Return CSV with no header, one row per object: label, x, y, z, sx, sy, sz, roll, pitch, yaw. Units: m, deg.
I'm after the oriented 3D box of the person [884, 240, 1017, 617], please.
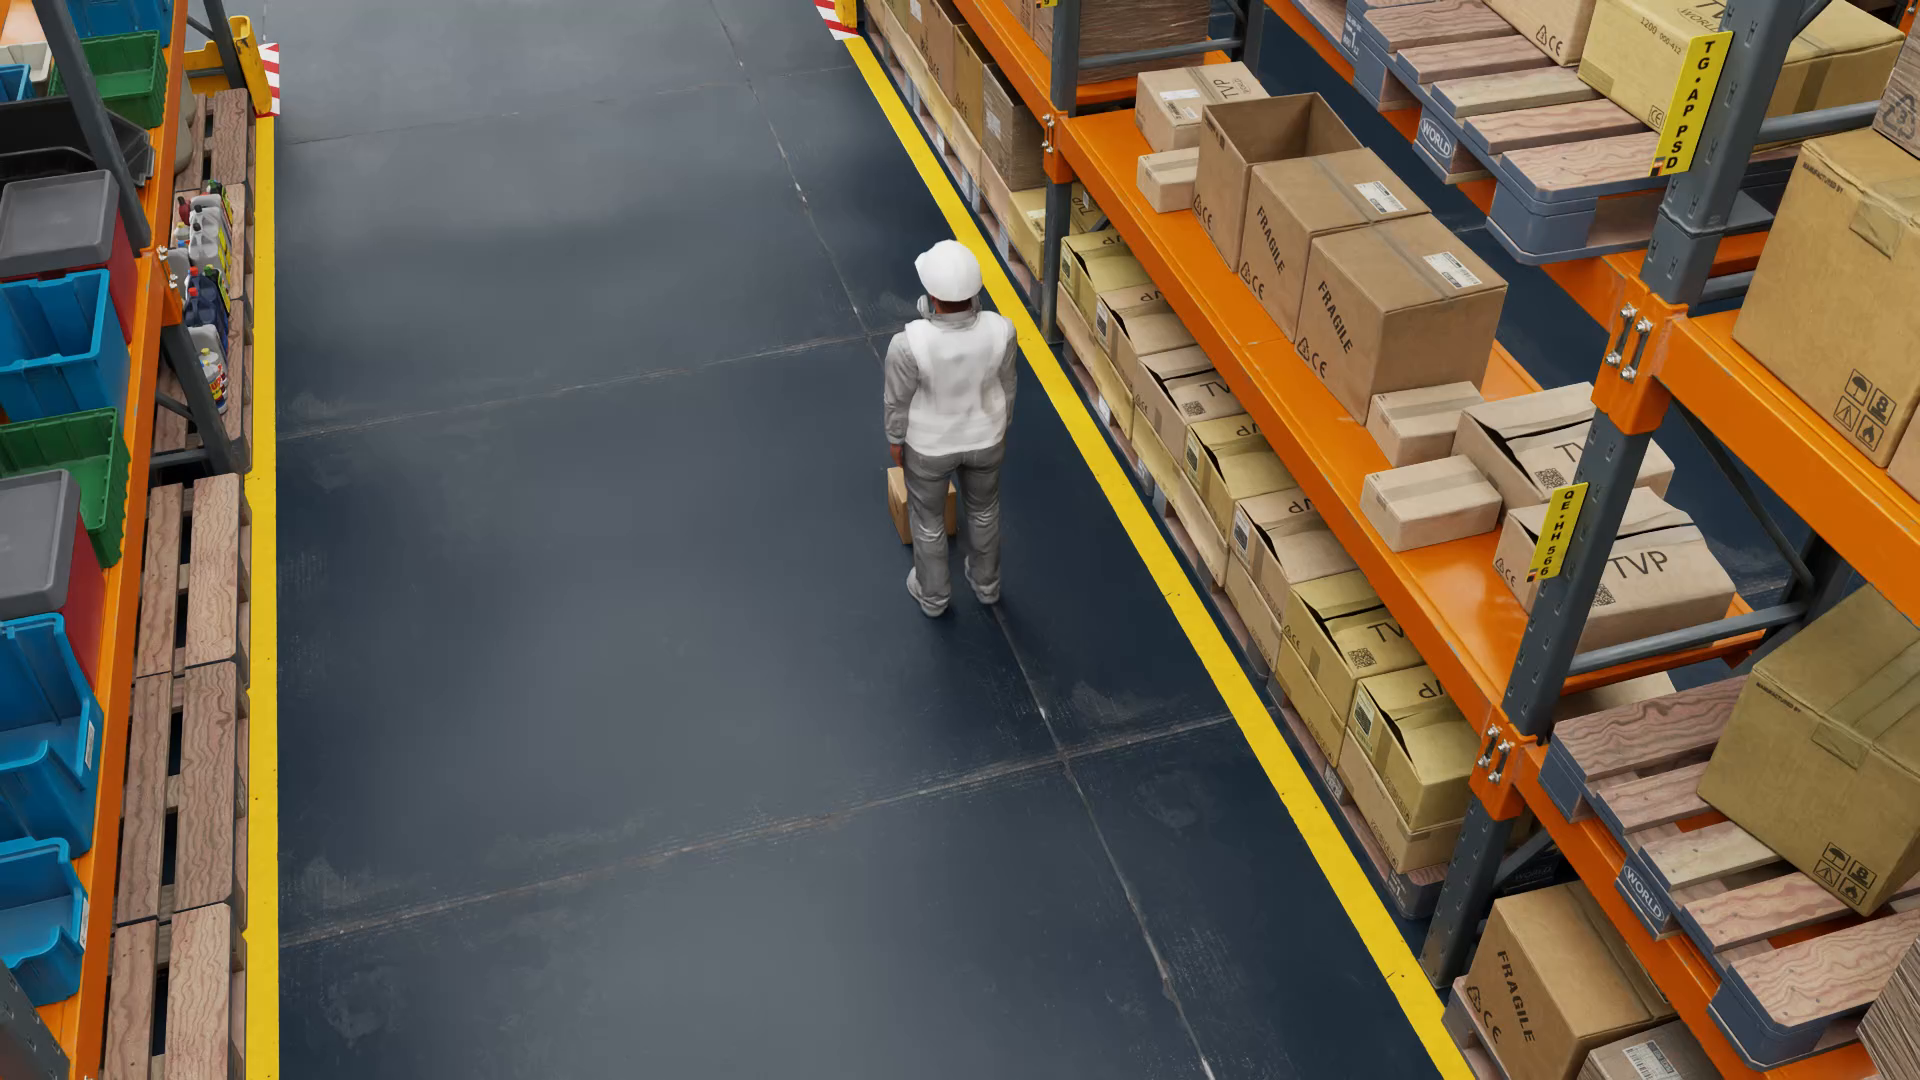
person,-0.044,-0.428,6.621,0.533,1.772,0.359,-11,43,-12
